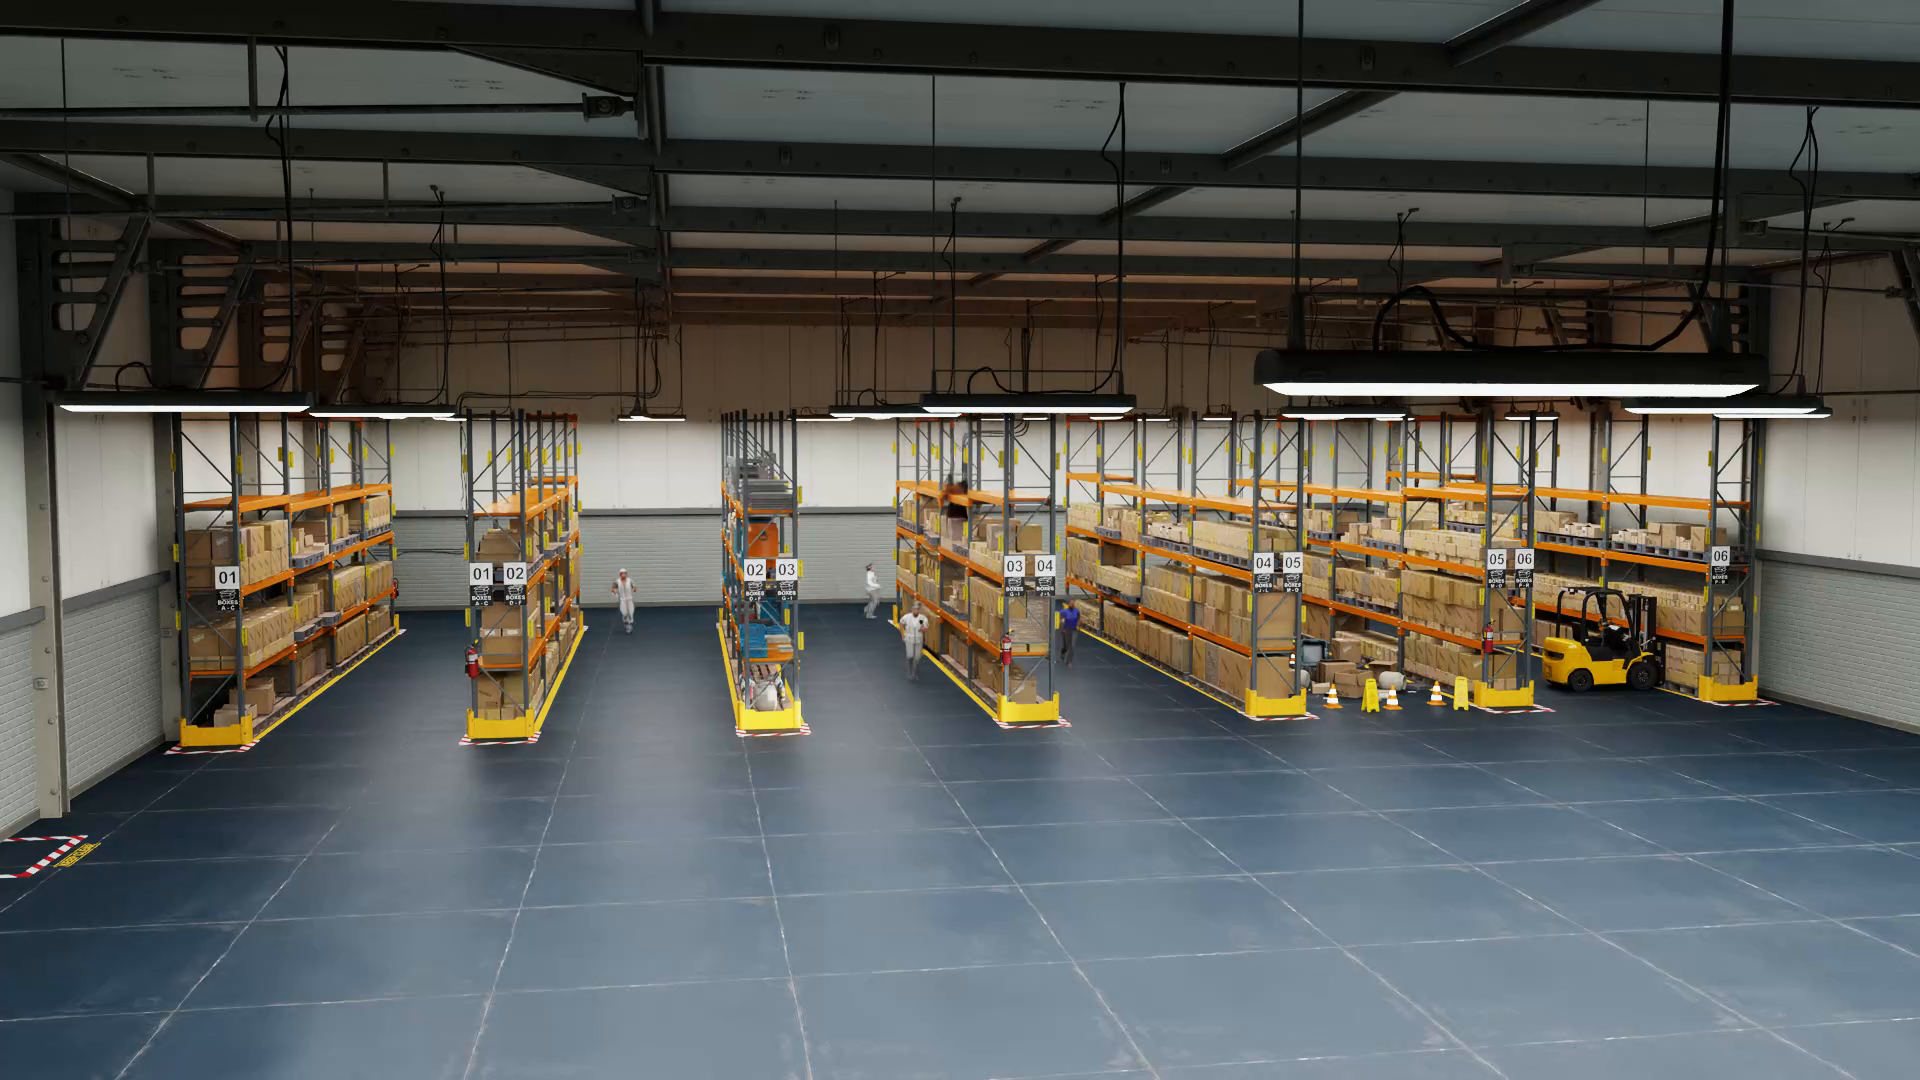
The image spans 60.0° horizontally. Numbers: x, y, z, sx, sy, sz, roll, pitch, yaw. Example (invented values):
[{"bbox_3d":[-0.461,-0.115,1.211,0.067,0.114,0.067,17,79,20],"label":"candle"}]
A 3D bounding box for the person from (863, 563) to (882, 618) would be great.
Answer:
[{"bbox_3d":[-2.569,1.480,48.974,0.539,1.651,0.609,0,4,-3],"label":"person"}]

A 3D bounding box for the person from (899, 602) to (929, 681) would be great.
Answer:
[{"bbox_3d":[-1.013,2.267,37.076,0.645,1.782,0.753,-1,4,-8],"label":"person"}]

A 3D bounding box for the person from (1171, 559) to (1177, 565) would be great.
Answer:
[{"bbox_3d":[6.577,1.387,50.475,0.765,1.724,0.591,-1,4,-8],"label":"person"}]

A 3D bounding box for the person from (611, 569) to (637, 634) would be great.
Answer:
[{"bbox_3d":[-9.158,1.678,45.452,0.655,1.785,0.691,-1,4,-19],"label":"person"}]

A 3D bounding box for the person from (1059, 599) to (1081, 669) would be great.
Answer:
[{"bbox_3d":[2.590,2.191,39.287,0.599,1.608,0.694,-1,4,-15],"label":"person"}]
